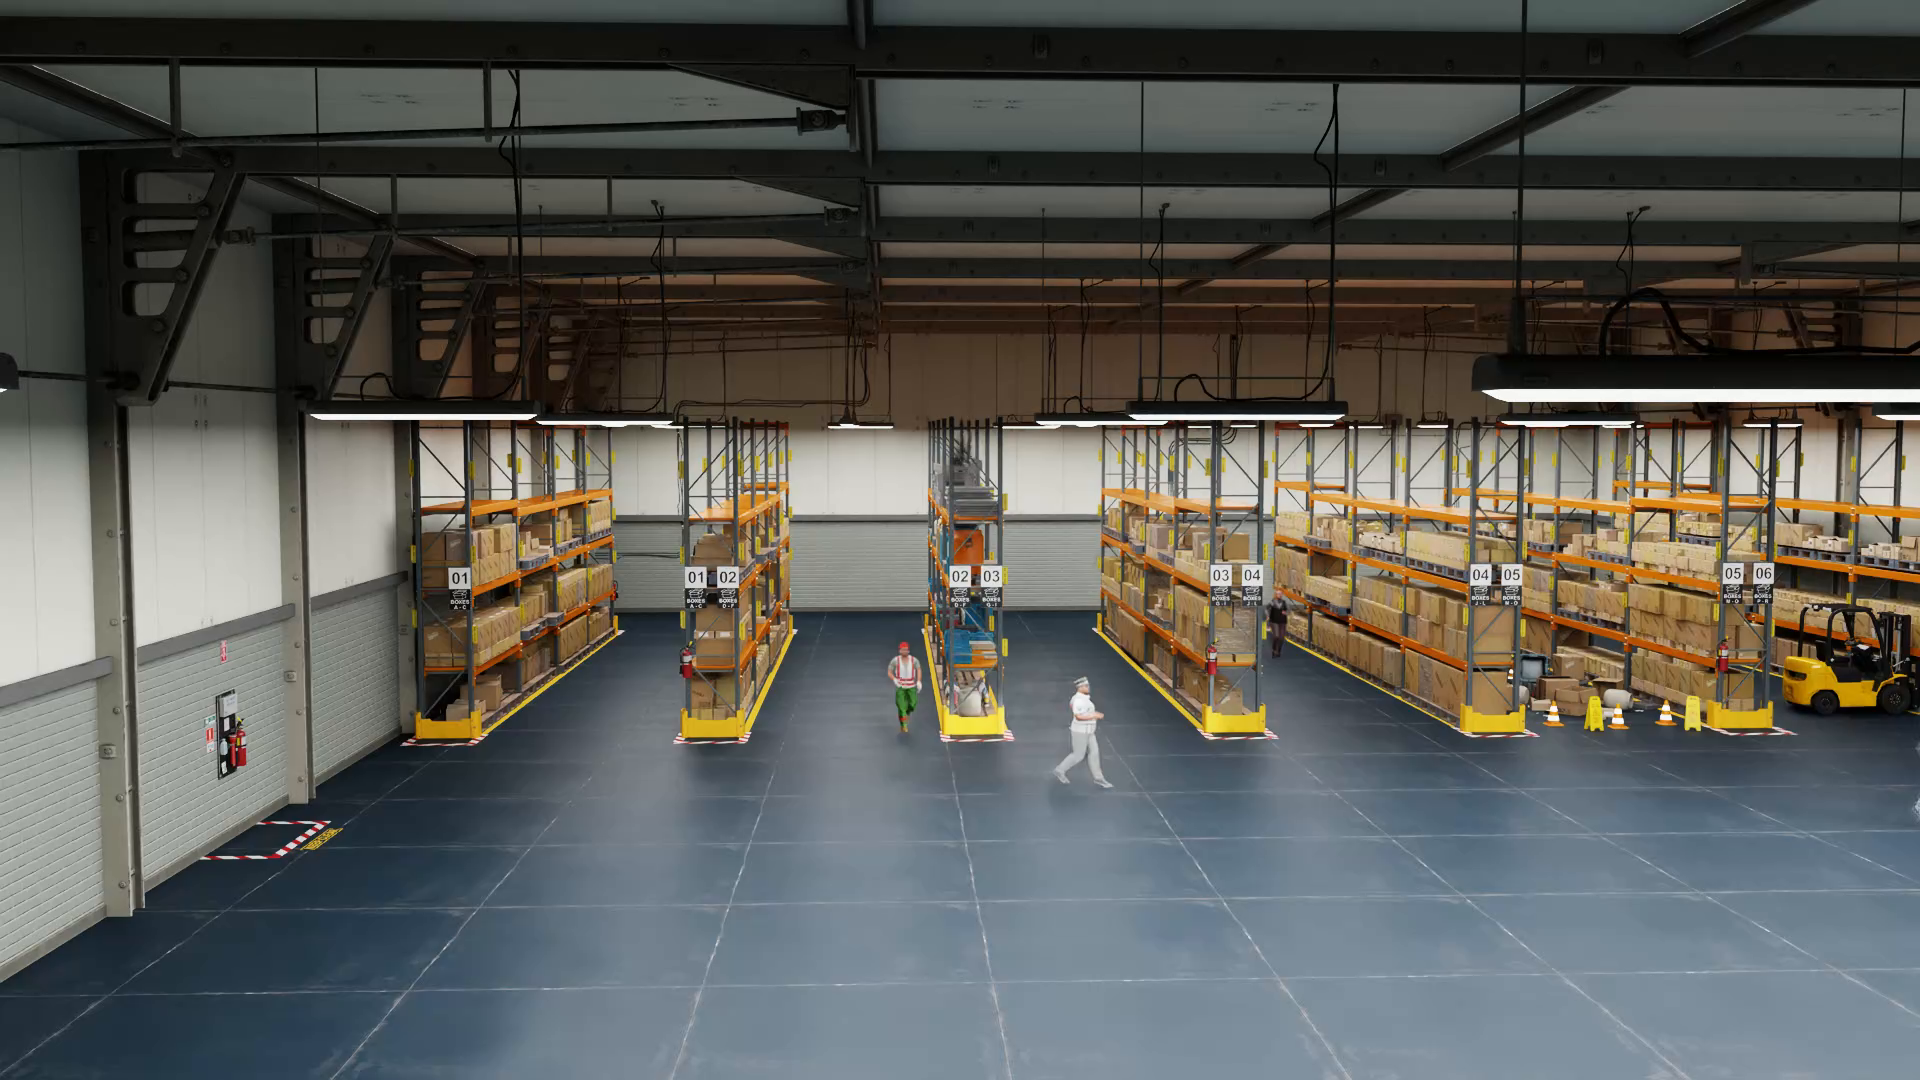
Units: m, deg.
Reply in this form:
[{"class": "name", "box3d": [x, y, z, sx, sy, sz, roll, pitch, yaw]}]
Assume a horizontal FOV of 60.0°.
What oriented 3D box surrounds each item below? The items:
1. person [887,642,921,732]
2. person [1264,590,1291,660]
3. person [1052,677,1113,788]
[{"class": "person", "box3d": [-1.042, 2.799, 31.629, 0.671, 1.726, 0.613, -1, 4, -12]}, {"class": "person", "box3d": [8.013, 2.139, 41.856, 0.627, 1.756, 0.729, 0, 4, -5]}, {"class": "person", "box3d": [1.966, 3.075, 26.653, 0.966, 1.793, 0.659, 1, 4, 18]}]
